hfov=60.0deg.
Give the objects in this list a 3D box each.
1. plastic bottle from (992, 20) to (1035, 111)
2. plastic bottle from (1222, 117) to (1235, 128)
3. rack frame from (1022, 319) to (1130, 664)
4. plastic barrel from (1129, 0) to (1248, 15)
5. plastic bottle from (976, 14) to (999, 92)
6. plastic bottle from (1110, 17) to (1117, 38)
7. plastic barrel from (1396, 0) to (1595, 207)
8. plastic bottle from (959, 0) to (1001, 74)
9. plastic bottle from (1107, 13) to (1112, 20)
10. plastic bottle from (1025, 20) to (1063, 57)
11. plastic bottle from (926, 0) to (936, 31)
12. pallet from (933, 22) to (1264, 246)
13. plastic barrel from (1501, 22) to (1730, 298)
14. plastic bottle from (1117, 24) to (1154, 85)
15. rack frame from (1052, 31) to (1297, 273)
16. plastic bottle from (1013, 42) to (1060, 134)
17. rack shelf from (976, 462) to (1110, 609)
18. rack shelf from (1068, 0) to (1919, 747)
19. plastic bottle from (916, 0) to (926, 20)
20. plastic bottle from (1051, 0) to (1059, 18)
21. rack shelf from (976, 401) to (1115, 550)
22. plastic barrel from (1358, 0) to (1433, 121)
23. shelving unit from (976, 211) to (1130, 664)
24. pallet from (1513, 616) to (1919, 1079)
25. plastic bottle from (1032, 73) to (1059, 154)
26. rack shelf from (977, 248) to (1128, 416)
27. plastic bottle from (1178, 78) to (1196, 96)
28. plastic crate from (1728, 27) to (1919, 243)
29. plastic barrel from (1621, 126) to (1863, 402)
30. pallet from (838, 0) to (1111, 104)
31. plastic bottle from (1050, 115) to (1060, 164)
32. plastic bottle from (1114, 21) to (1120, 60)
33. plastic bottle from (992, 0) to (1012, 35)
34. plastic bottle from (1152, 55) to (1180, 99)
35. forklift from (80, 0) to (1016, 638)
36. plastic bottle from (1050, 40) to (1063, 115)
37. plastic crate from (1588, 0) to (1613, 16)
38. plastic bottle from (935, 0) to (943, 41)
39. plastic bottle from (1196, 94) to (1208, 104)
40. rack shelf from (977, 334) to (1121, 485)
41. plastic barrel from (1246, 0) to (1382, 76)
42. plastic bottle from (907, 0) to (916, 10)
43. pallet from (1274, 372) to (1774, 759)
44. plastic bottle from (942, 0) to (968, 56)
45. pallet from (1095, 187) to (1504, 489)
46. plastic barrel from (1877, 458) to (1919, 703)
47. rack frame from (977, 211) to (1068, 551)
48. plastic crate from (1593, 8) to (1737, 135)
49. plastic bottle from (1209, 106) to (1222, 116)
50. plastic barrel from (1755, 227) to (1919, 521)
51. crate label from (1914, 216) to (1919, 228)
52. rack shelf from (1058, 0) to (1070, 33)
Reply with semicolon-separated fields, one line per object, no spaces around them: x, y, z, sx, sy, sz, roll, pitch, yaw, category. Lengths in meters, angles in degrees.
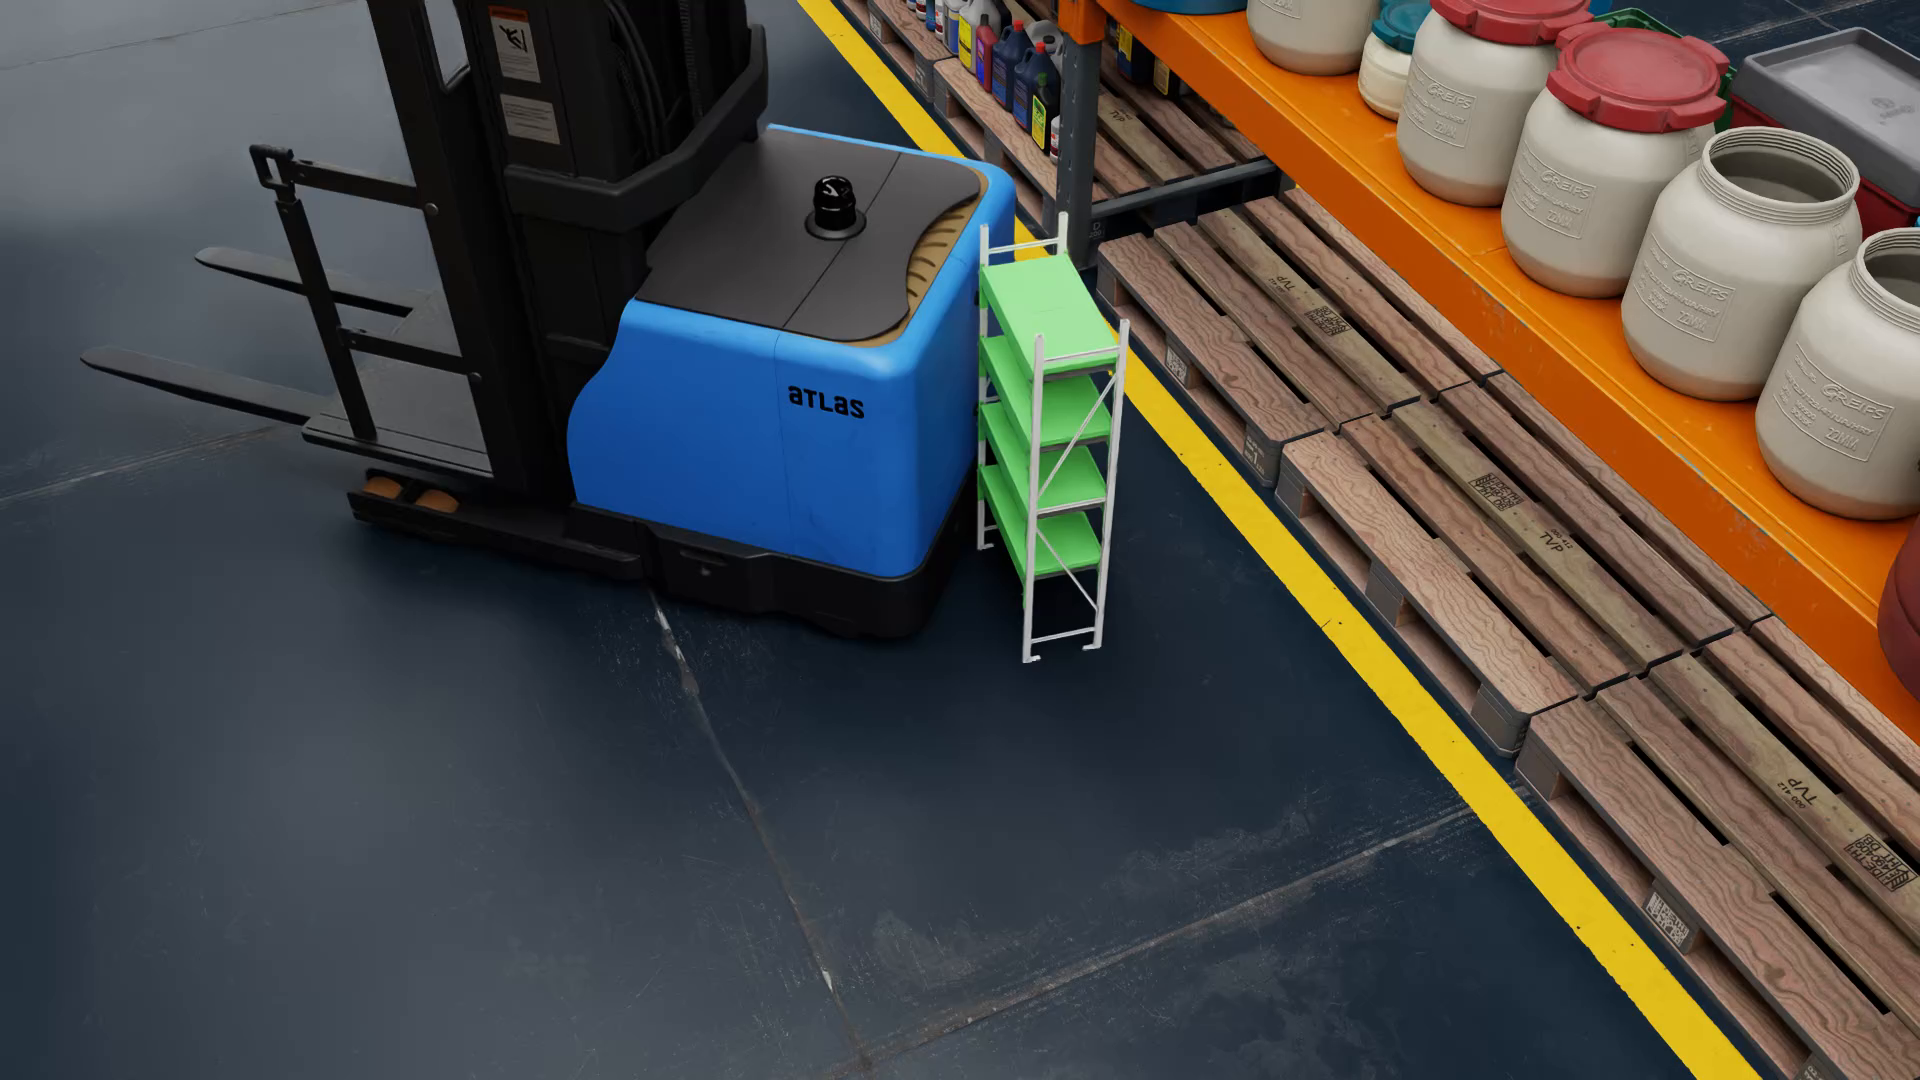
0.218;-1.908;6.621;0.144;0.351;0.185;-20;48;-19;plastic bottle
1.095;-1.765;6.532;0.097;0.271;0.097;0;45;0;plastic bottle
0.300;-0.091;4.488;0.240;1.200;0.015;-11;46;-11;rack frame
0.718;-2.090;4.875;0.600;0.901;0.708;-18;47;-17;plastic barrel
0.112;-1.976;6.737;0.061;0.283;0.133;-15;47;-15;plastic bottle
0.693;-2.272;7.047;0.097;0.271;0.097;0;45;0;plastic bottle
1.343;-1.153;4.186;0.433;0.535;0.433;0;45;0;plastic barrel
0.082;-2.114;6.830;0.144;0.351;0.185;-18;47;-18;plastic bottle
0.691;-2.352;7.177;0.097;0.201;0.097;0;45;0;plastic bottle
0.342;-1.941;6.708;0.152;0.276;0.135;-18;47;-17;plastic bottle
-0.100;-2.323;7.098;0.097;0.271;0.097;0;45;0;plastic bottle
0.586;-1.695;6.817;1.003;0.211;1.213;-18;47;-17;pallet
1.525;-0.878;3.907;0.433;0.535;0.433;0;45;0;plastic barrel
0.737;-2.055;6.770;0.144;0.351;0.185;-18;47;-17;plastic bottle
0.831;-2.247;5.392;1.000;3.000;0.127;-18;47;-17;rack frame
0.299;-1.786;6.497;0.144;0.351;0.185;-19;48;-18;plastic bottle
0.235;-0.039;4.868;0.258;0.148;0.480;-11;46;-11;rack shelf
1.672;-0.716;4.353;1.077;0.370;4.000;-18;47;-17;rack shelf
-0.144;-2.364;7.189;0.097;0.201;0.097;0;45;0;plastic bottle
0.486;-2.402;7.175;0.152;0.276;0.135;-18;47;-17;plastic bottle
0.235;-0.210;4.700;0.258;0.148;0.480;-11;46;-11;rack shelf
1.248;-1.309;4.539;0.301;0.262;0.301;0;45;0;plastic barrel
0.235;-0.256;4.655;0.258;1.200;0.503;-11;46;-11;shelving unit
2.222;0.790;4.300;1.003;0.211;1.213;-18;47;-17;pallet
0.329;-1.646;6.403;0.061;0.283;0.133;-16;47;-15;plastic bottle
0.235;-0.552;4.363;0.258;0.148;0.480;-11;46;-11;rack shelf
0.934;-1.965;6.731;0.152;0.276;0.135;-16;47;-16;plastic bottle
2.111;-0.841;3.921;0.402;0.464;0.583;-18;47;-17;plastic crate
1.709;-0.599;3.641;0.421;0.512;0.421;0;45;0;plastic barrel
0.069;-2.473;7.606;1.003;0.211;1.213;-18;47;-17;pallet
0.396;-1.547;6.361;0.097;0.201;0.097;0;45;0;plastic bottle
0.697;-2.126;6.898;0.097;0.271;0.097;0;45;0;plastic bottle
0.164;-2.137;6.901;0.061;0.283;0.133;-18;47;-17;plastic bottle
0.837;-1.935;6.696;0.061;0.283;0.133;-18;47;-17;plastic bottle
-1.398;-1.374;4.556;3.031;2.935;1.130;13;46;13;forklift
0.429;-1.828;6.540;0.144;0.351;0.185;-18;47;-17;plastic bottle
1.577;-1.630;4.778;0.392;0.384;0.575;-18;47;-17;plastic crate
-0.057;-2.233;7.056;0.097;0.201;0.097;0;45;0;plastic bottle
1.009;-1.870;6.688;0.097;0.201;0.097;0;45;0;plastic bottle
0.235;-0.381;4.531;0.258;0.148;0.480;-11;46;-11;rack shelf
1.034;-1.621;4.660;0.433;0.535;0.433;0;45;0;plastic barrel
-0.185;-2.452;7.228;0.097;0.271;0.097;0;45;0;plastic bottle
1.713;0.013;5.086;1.003;0.211;1.213;-18;47;-17;pallet
0.017;-2.192;6.962;0.152;0.276;0.135;-17;47;-17;plastic bottle
1.196;-0.765;5.875;1.003;0.211;1.213;-18;47;-17;pallet
2.043;0.047;2.969;0.600;0.536;0.708;-18;47;-17;plastic barrel
0.170;-0.421;4.822;0.240;1.200;0.015;-11;46;-11;rack frame
1.819;-1.145;4.426;0.450;0.188;0.662;-18;47;-17;plastic crate
1.052;-1.805;6.622;0.097;0.201;0.097;0;45;0;plastic bottle
1.886;-0.330;3.369;0.421;0.512;0.421;0;45;0;plastic barrel
2.340;-0.424;3.518;0.502;0.435;0.616;-18;47;-17;crate label
-0.010;-3.265;6.936;1.077;0.370;4.000;-18;47;-17;rack shelf
